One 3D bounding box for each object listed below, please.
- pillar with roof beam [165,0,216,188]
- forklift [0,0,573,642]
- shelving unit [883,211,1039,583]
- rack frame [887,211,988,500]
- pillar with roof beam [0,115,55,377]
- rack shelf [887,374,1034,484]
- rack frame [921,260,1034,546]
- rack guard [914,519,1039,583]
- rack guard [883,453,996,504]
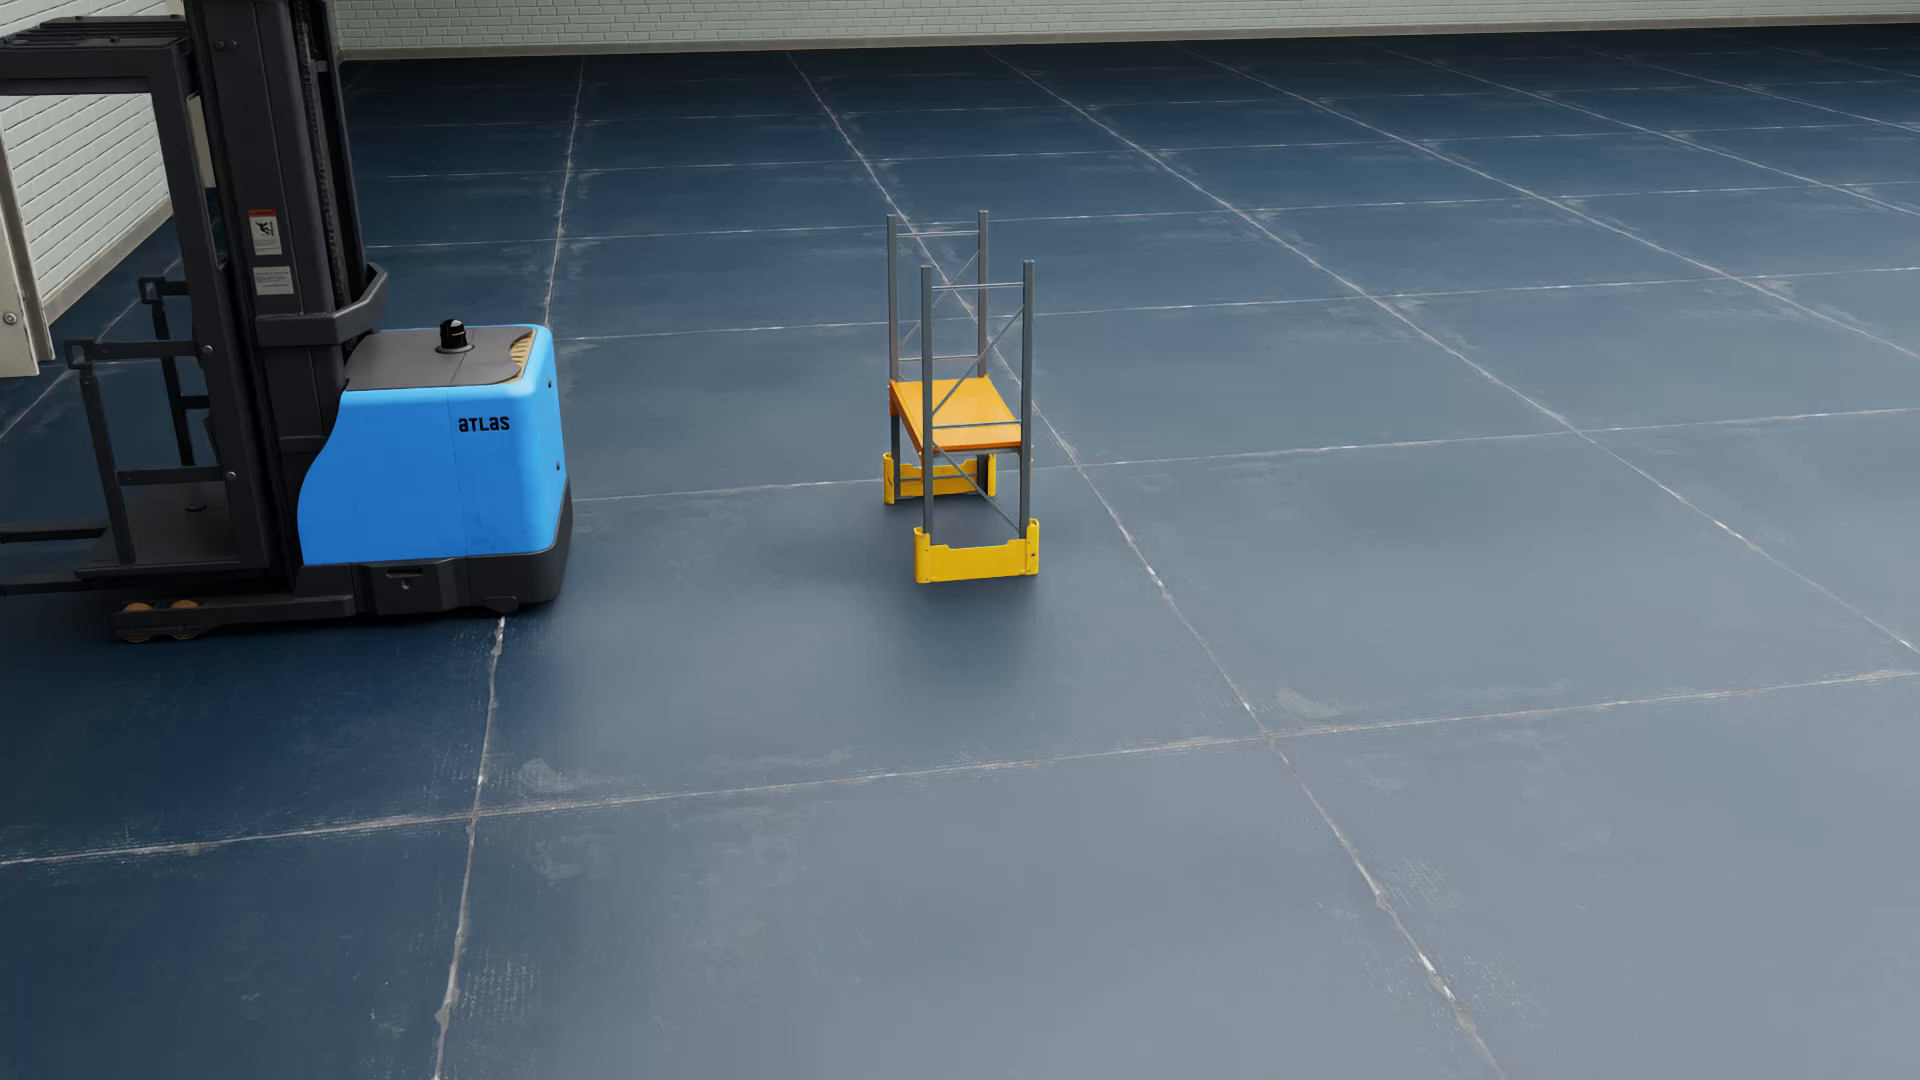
[{"bbox_3d":[-2.989,-7.925,15.151,9.100,9.000,0.400,-4,24,-10],"label":"pillar with roof beam"},{"bbox_3d":[-3.370,-1.125,7.163,3.031,2.935,1.130,-3,24,-7],"label":"forklift"},{"bbox_3d":[-0.014,-0.717,8.018,0.587,1.500,1.083,-4,24,-10],"label":"shelving unit"},{"bbox_3d":[-0.110,-0.921,8.484,0.500,1.500,0.032,-4,24,-10],"label":"rack frame"},{"bbox_3d":[-1.879,-5.565,9.748,9.100,9.000,0.400,-4,24,-10],"label":"pillar with roof beam"},{"bbox_3d":[-0.016,-0.556,8.099,0.538,0.185,1.000,-4,24,-10],"label":"rack shelf"},{"bbox_3d":[0.078,-0.521,7.569,0.500,1.500,0.032,-4,24,-10],"label":"rack frame"},{"bbox_3d":[0.078,0.051,7.820,0.587,0.250,0.087,-4,24,-10],"label":"rack guard"},{"bbox_3d":[-0.106,-0.340,8.717,0.587,0.250,0.087,-4,24,-10],"label":"rack guard"}]
